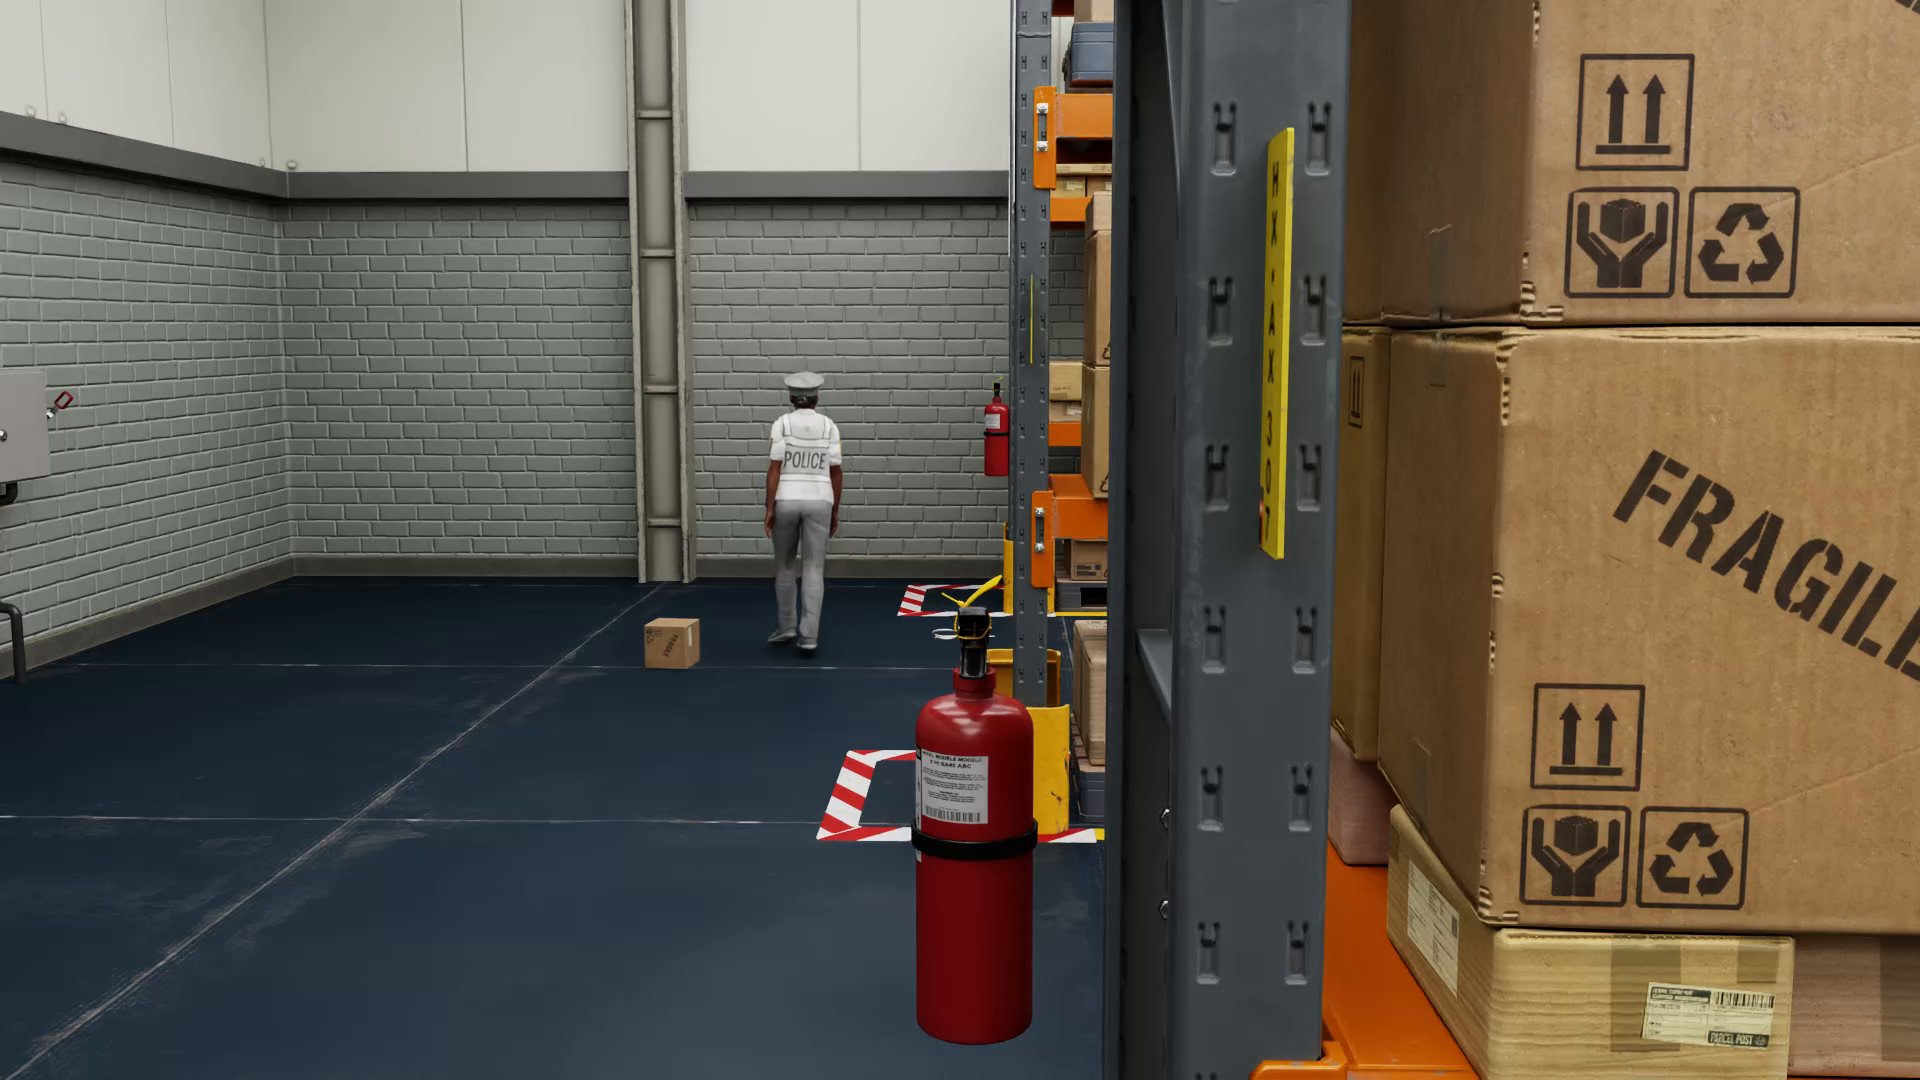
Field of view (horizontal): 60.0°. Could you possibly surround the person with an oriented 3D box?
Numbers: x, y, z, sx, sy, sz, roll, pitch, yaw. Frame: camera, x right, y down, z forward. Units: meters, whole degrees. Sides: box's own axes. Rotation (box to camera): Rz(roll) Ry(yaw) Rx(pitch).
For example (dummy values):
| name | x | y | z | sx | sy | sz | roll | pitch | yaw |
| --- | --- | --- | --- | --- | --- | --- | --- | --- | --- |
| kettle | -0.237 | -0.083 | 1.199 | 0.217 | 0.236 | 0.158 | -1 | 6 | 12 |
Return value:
| name | x | y | z | sx | sy | sz | roll | pitch | yaw |
| --- | --- | --- | --- | --- | --- | --- | --- | --- | --- |
| person | -0.942 | -0.160 | 10.049 | 0.477 | 1.701 | 0.697 | -1 | 7 | -7 |
